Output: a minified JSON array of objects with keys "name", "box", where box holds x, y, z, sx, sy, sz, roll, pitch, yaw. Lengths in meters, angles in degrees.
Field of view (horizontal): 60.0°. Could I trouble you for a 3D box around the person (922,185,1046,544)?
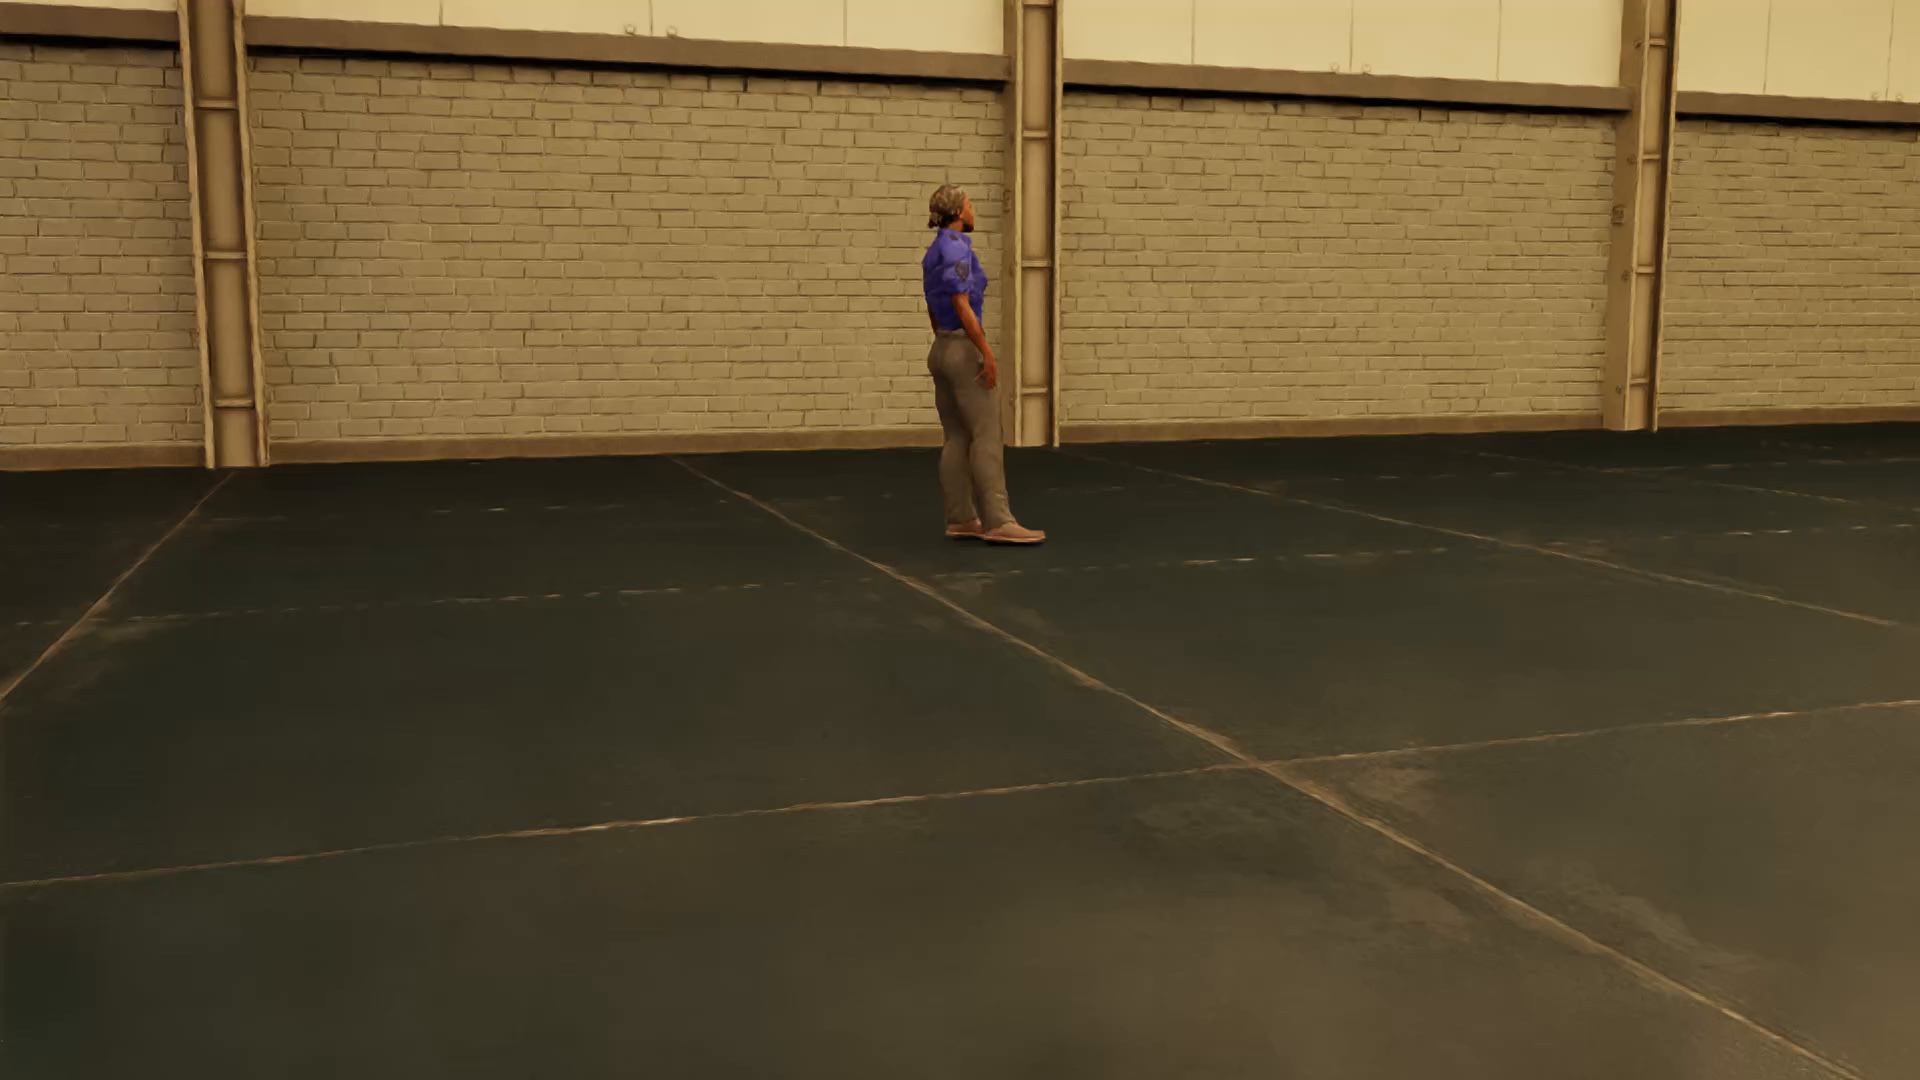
[{"name":"person","box":[0.089,-0.828,7.821,0.503,1.654,0.570,-3,8,-18]}]
